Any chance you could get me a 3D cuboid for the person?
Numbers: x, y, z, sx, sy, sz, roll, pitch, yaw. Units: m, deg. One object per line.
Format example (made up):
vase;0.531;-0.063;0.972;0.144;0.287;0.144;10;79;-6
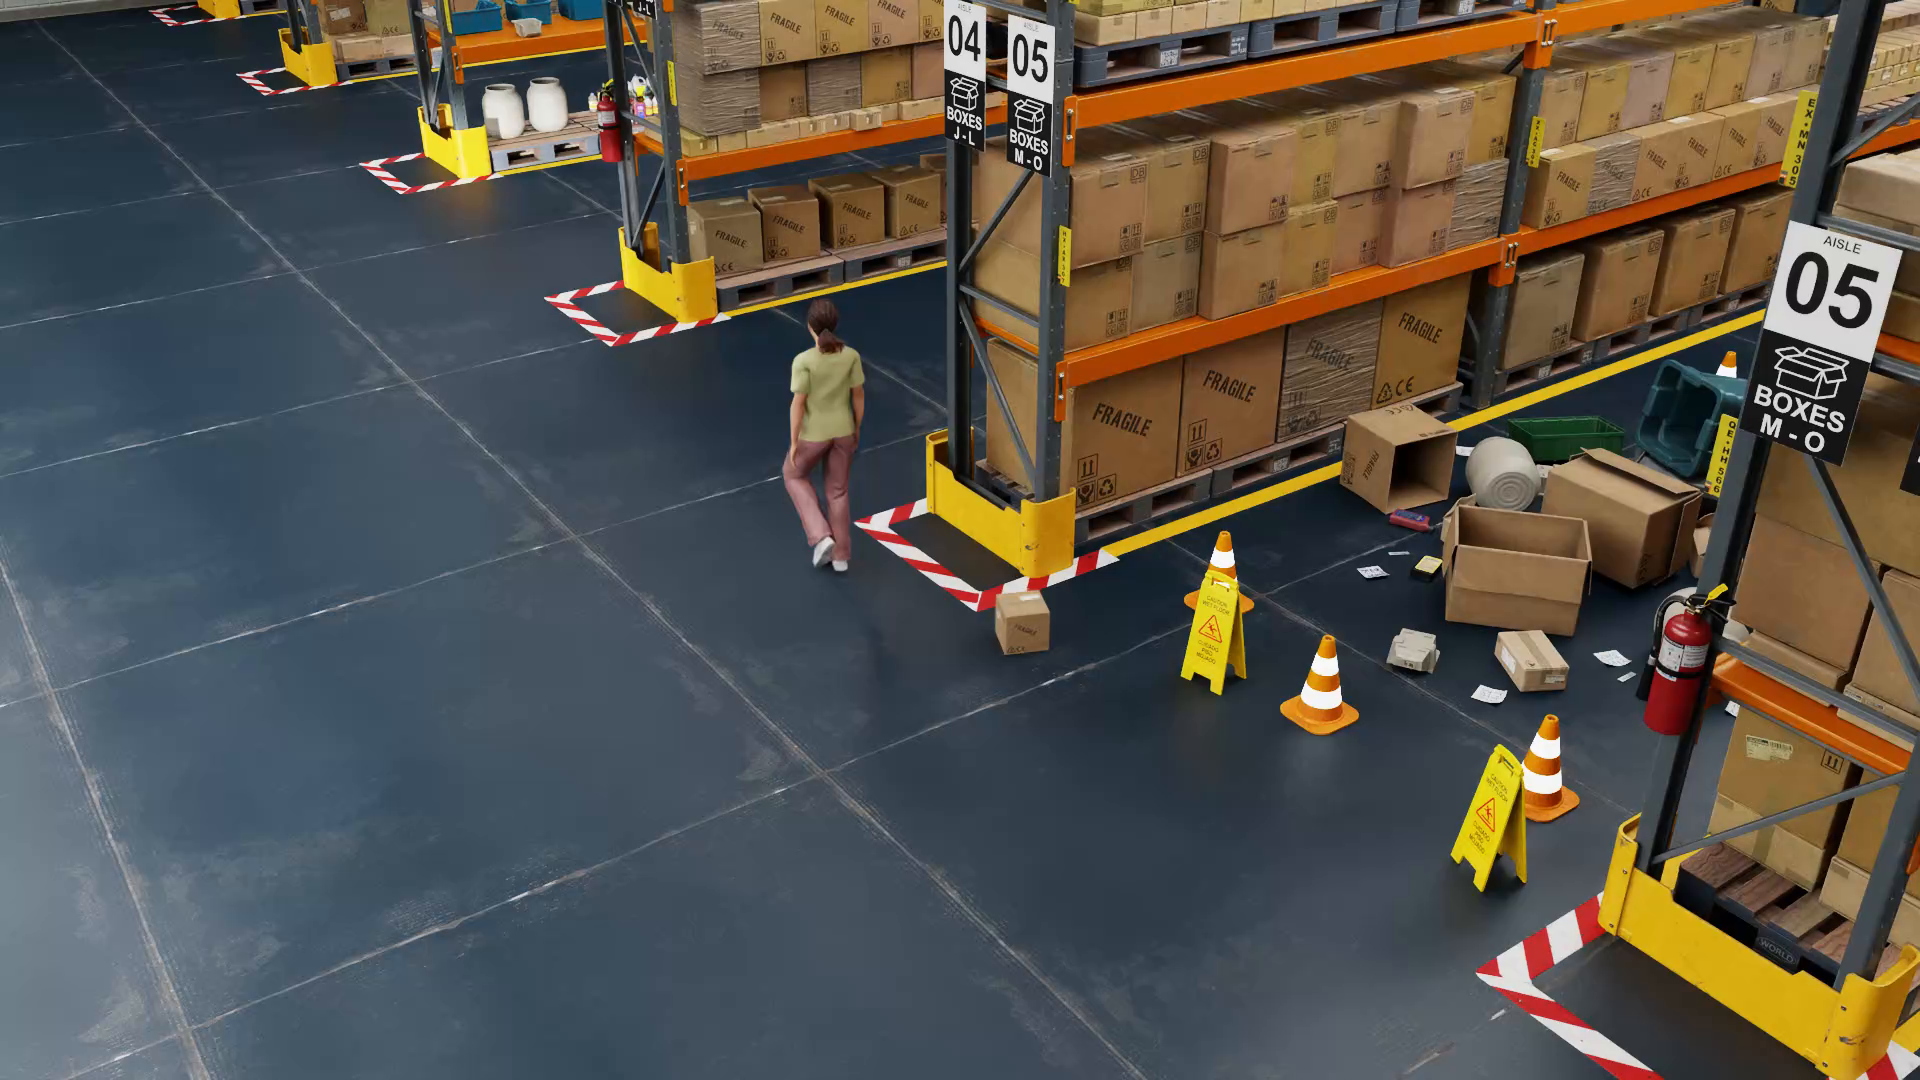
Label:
person;-0.802;-0.611;9.701;0.489;1.688;0.430;-12;31;-21
